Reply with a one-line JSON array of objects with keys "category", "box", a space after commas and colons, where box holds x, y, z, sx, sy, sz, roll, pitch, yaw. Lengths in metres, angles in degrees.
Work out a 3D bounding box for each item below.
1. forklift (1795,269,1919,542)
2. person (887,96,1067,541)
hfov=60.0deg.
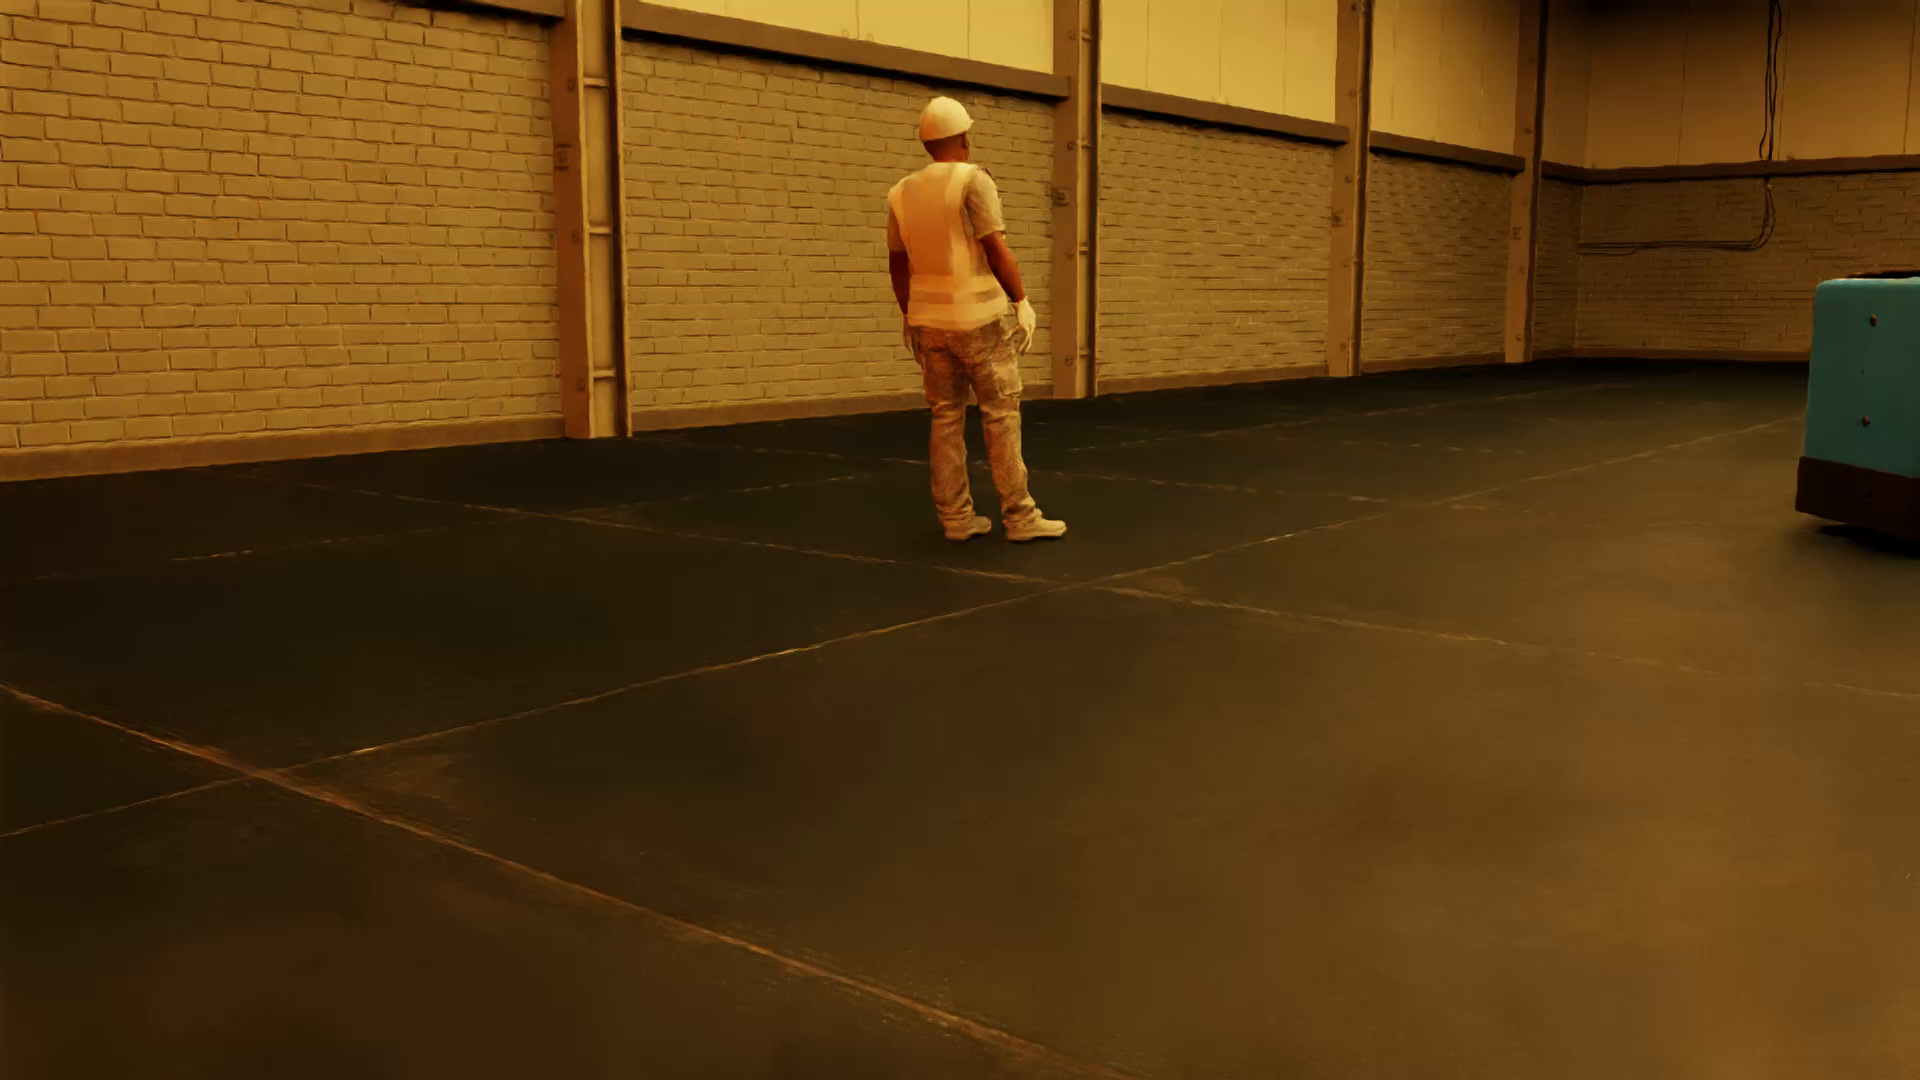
[{"category": "forklift", "box": [5.176, -1.443, 6.645, 3.031, 2.935, 1.130, 0, 8, 0]}, {"category": "person", "box": [0.052, -0.896, 6.825, 0.655, 1.782, 0.576, 7, 11, 38]}]
